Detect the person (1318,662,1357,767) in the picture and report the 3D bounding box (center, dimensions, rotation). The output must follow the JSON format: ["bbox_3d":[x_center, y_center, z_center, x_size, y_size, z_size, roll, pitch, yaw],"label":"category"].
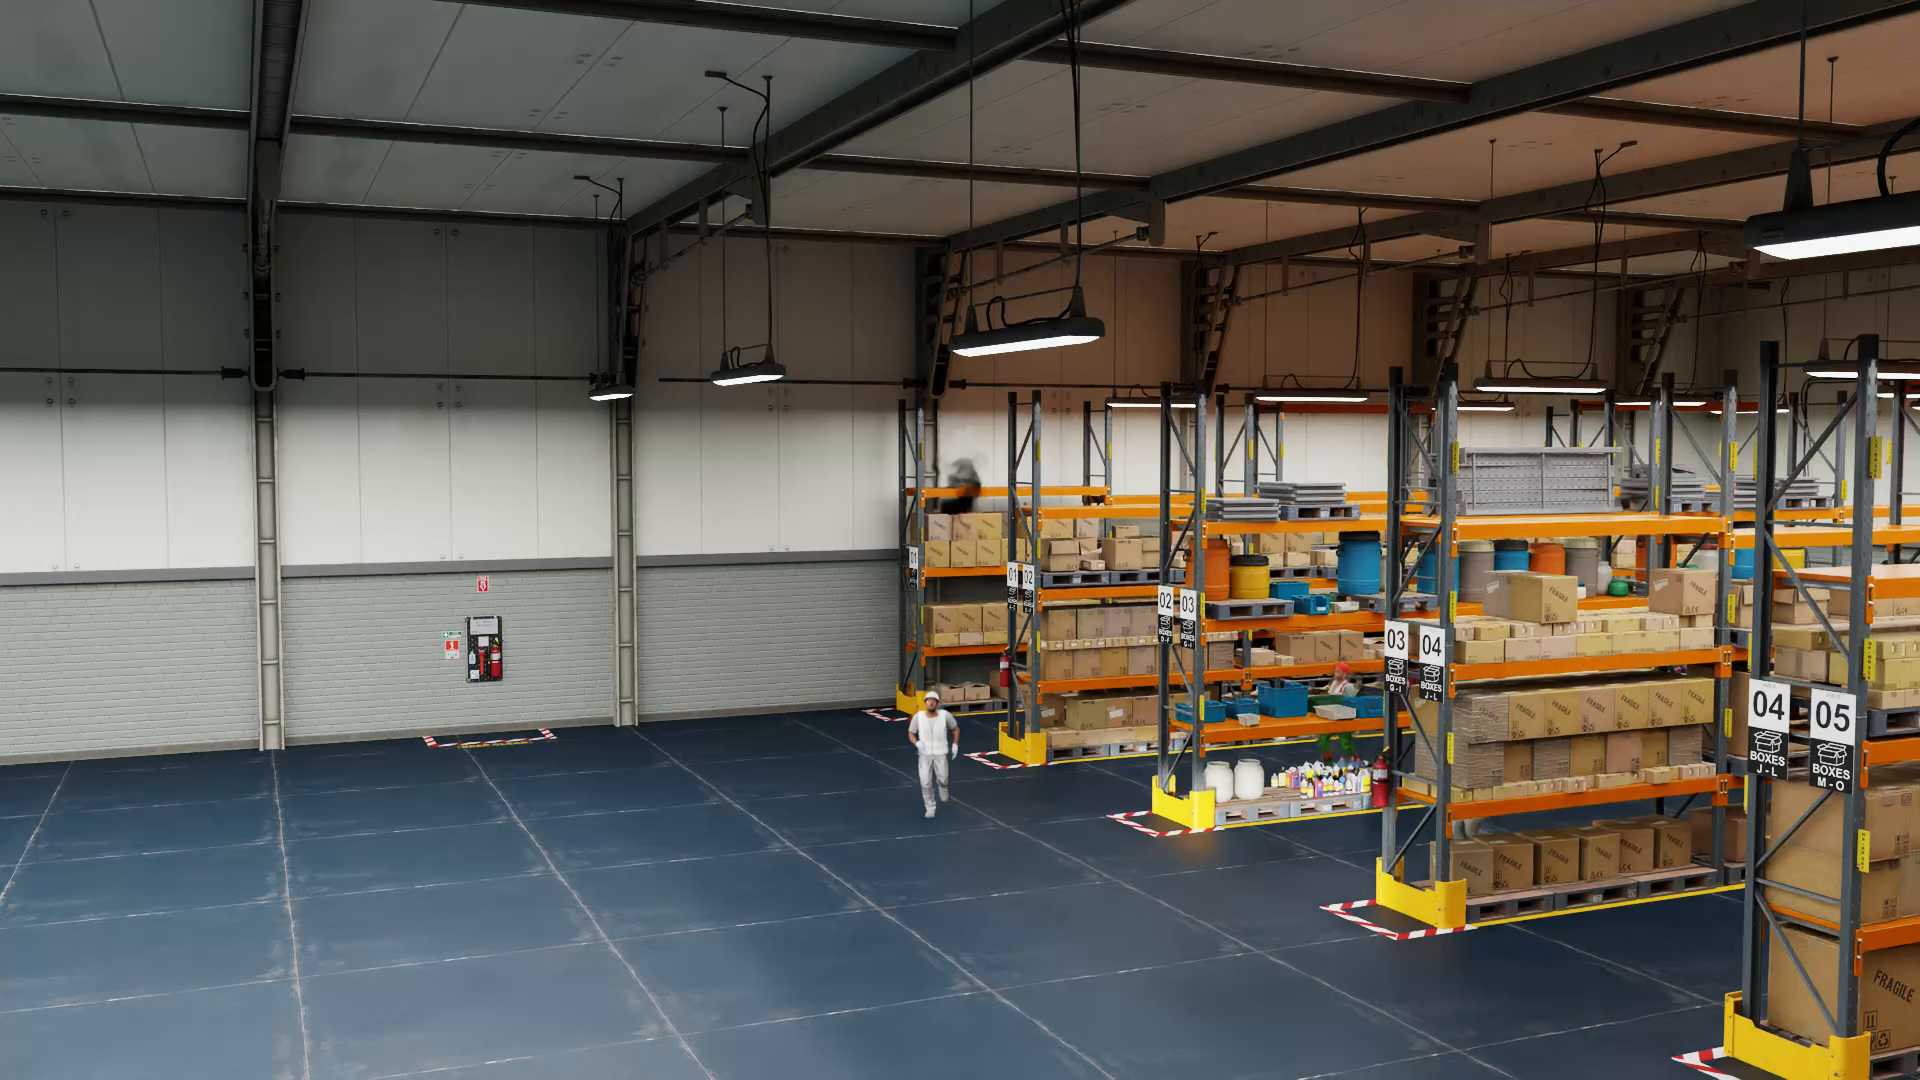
[{"bbox_3d":[5.776,2.782,25.389,0.763,1.838,0.642,-2,4,-32],"label":"person"}]

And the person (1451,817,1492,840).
[{"bbox_3d":[6.205,3.165,20.163,0.693,1.630,0.609,-2,4,-24],"label":"person"}]

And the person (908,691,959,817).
[{"bbox_3d":[-0.381,2.957,23.011,0.684,1.725,0.623,0,3,-1],"label":"person"}]
